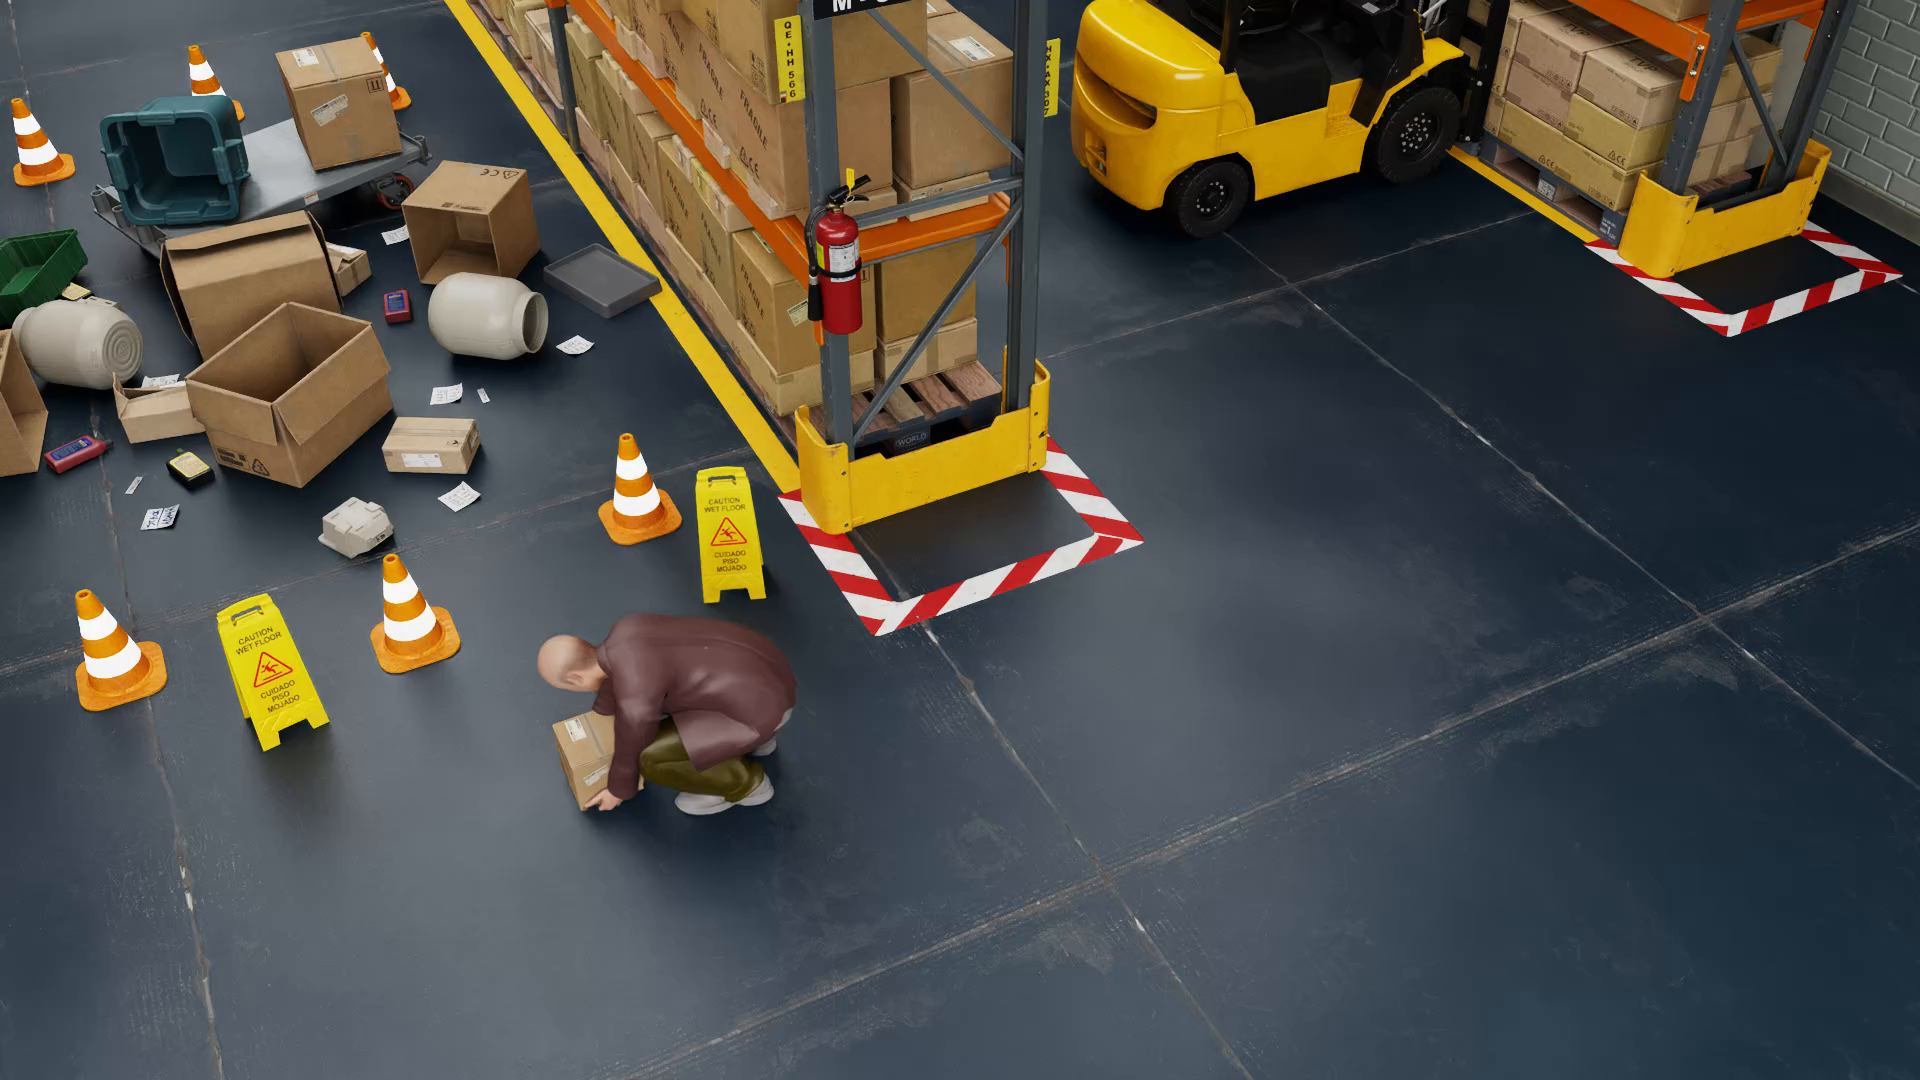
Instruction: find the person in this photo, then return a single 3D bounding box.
[{"bbox_3d":[-0.944,0.242,5.882,0.508,1.782,0.563,-2,41,-2],"label":"person"}]
